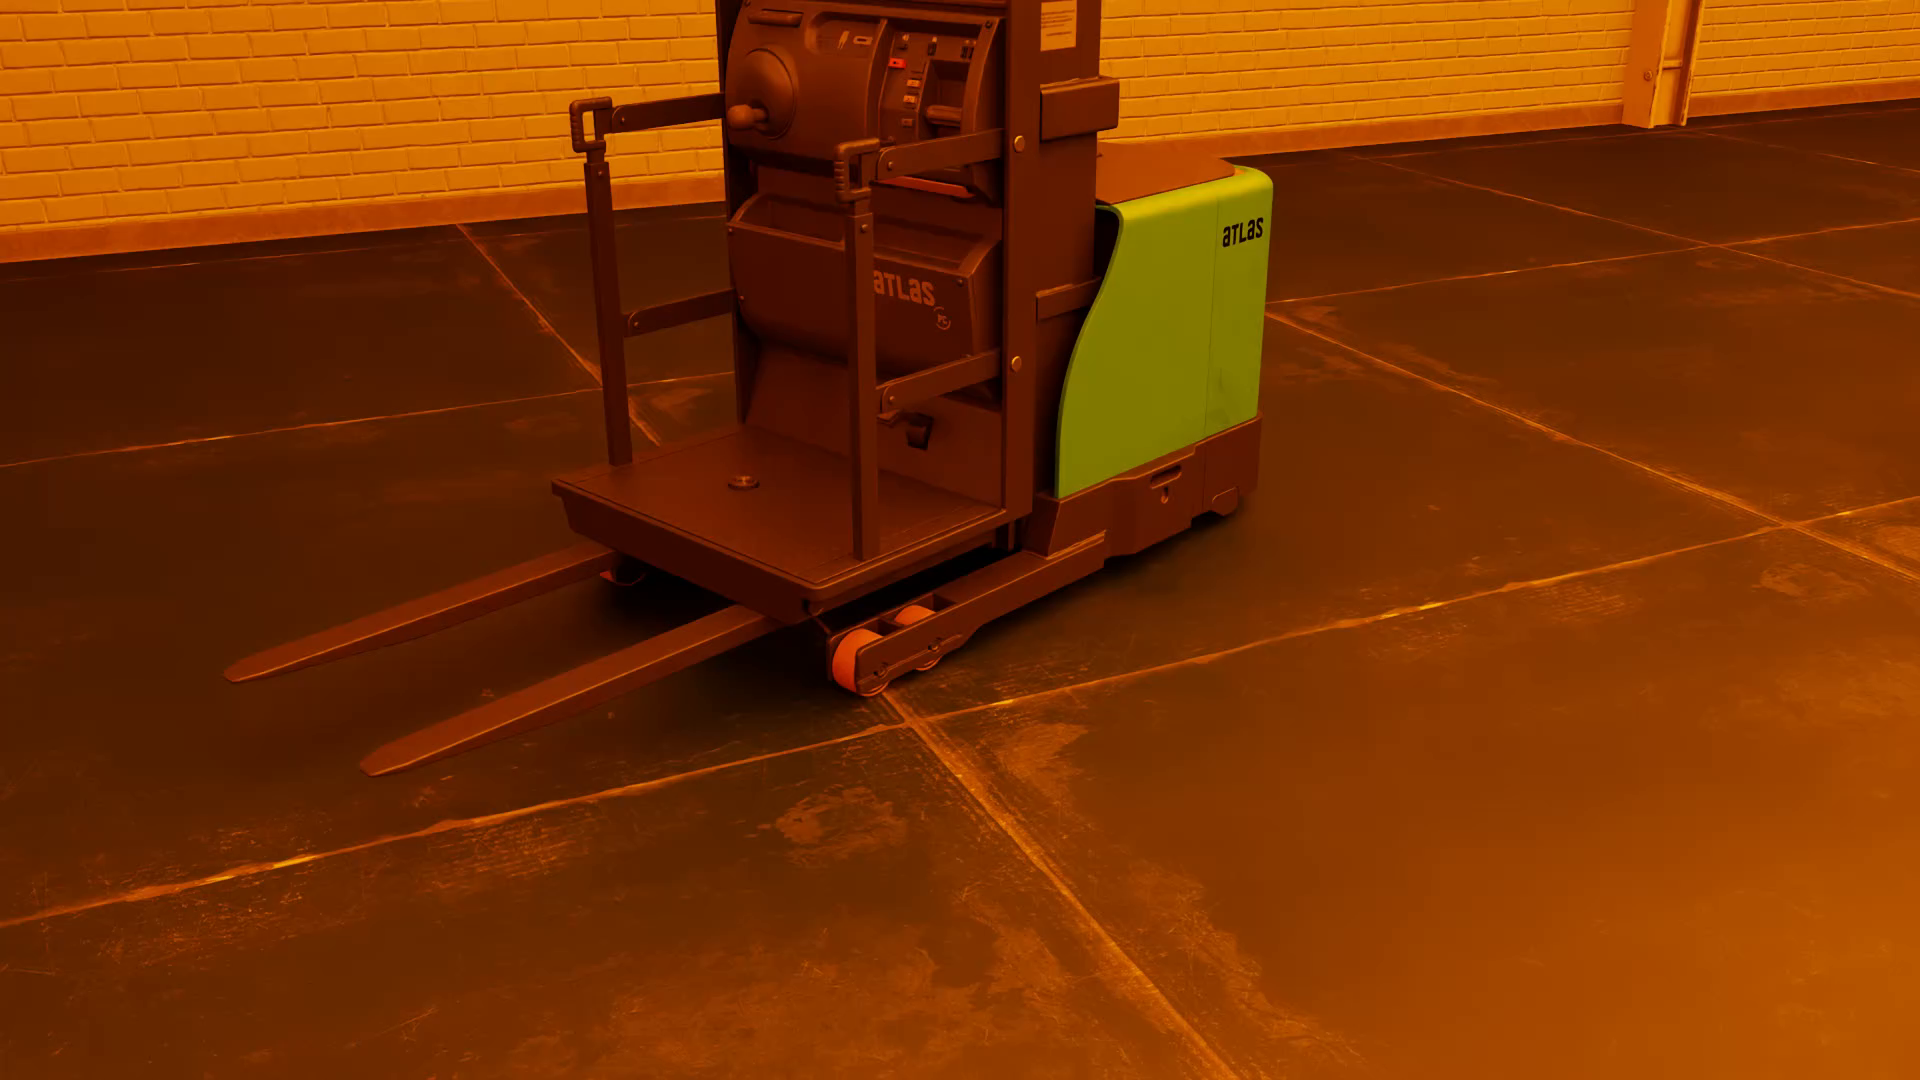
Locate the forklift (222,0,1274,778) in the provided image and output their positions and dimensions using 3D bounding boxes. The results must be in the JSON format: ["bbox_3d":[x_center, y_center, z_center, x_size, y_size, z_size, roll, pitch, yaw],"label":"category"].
[{"bbox_3d":[-0.413,-1.182,4.131,1.130,2.935,3.031,19,29,39],"label":"forklift"}]
